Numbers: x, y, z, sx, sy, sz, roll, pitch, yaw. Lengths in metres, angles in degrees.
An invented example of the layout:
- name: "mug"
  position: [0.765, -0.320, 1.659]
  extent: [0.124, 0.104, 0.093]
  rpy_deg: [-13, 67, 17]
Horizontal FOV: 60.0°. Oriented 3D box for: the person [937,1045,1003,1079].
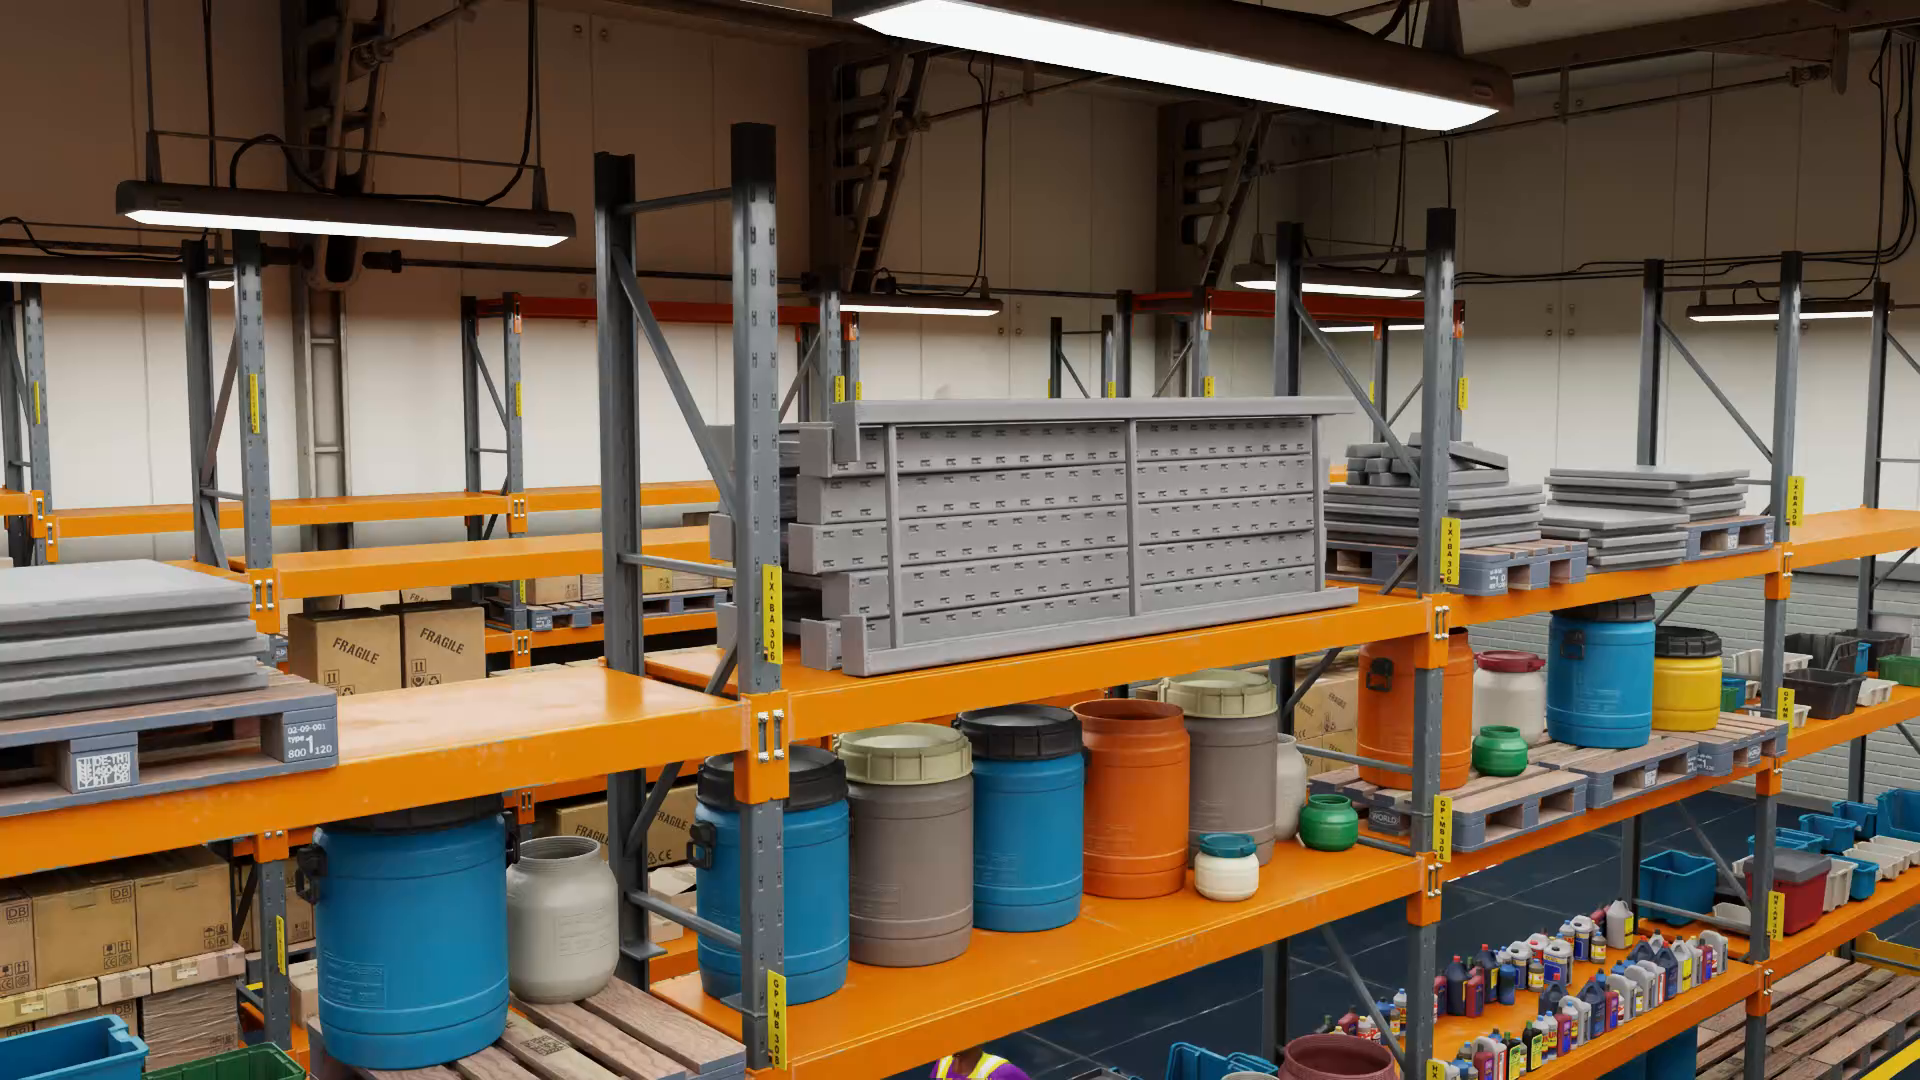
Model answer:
- name: "person"
  position: [0.057, 3.447, 9.136]
  extent: [0.764, 1.803, 0.706]
  rpy_deg: [-4, 7, -38]
